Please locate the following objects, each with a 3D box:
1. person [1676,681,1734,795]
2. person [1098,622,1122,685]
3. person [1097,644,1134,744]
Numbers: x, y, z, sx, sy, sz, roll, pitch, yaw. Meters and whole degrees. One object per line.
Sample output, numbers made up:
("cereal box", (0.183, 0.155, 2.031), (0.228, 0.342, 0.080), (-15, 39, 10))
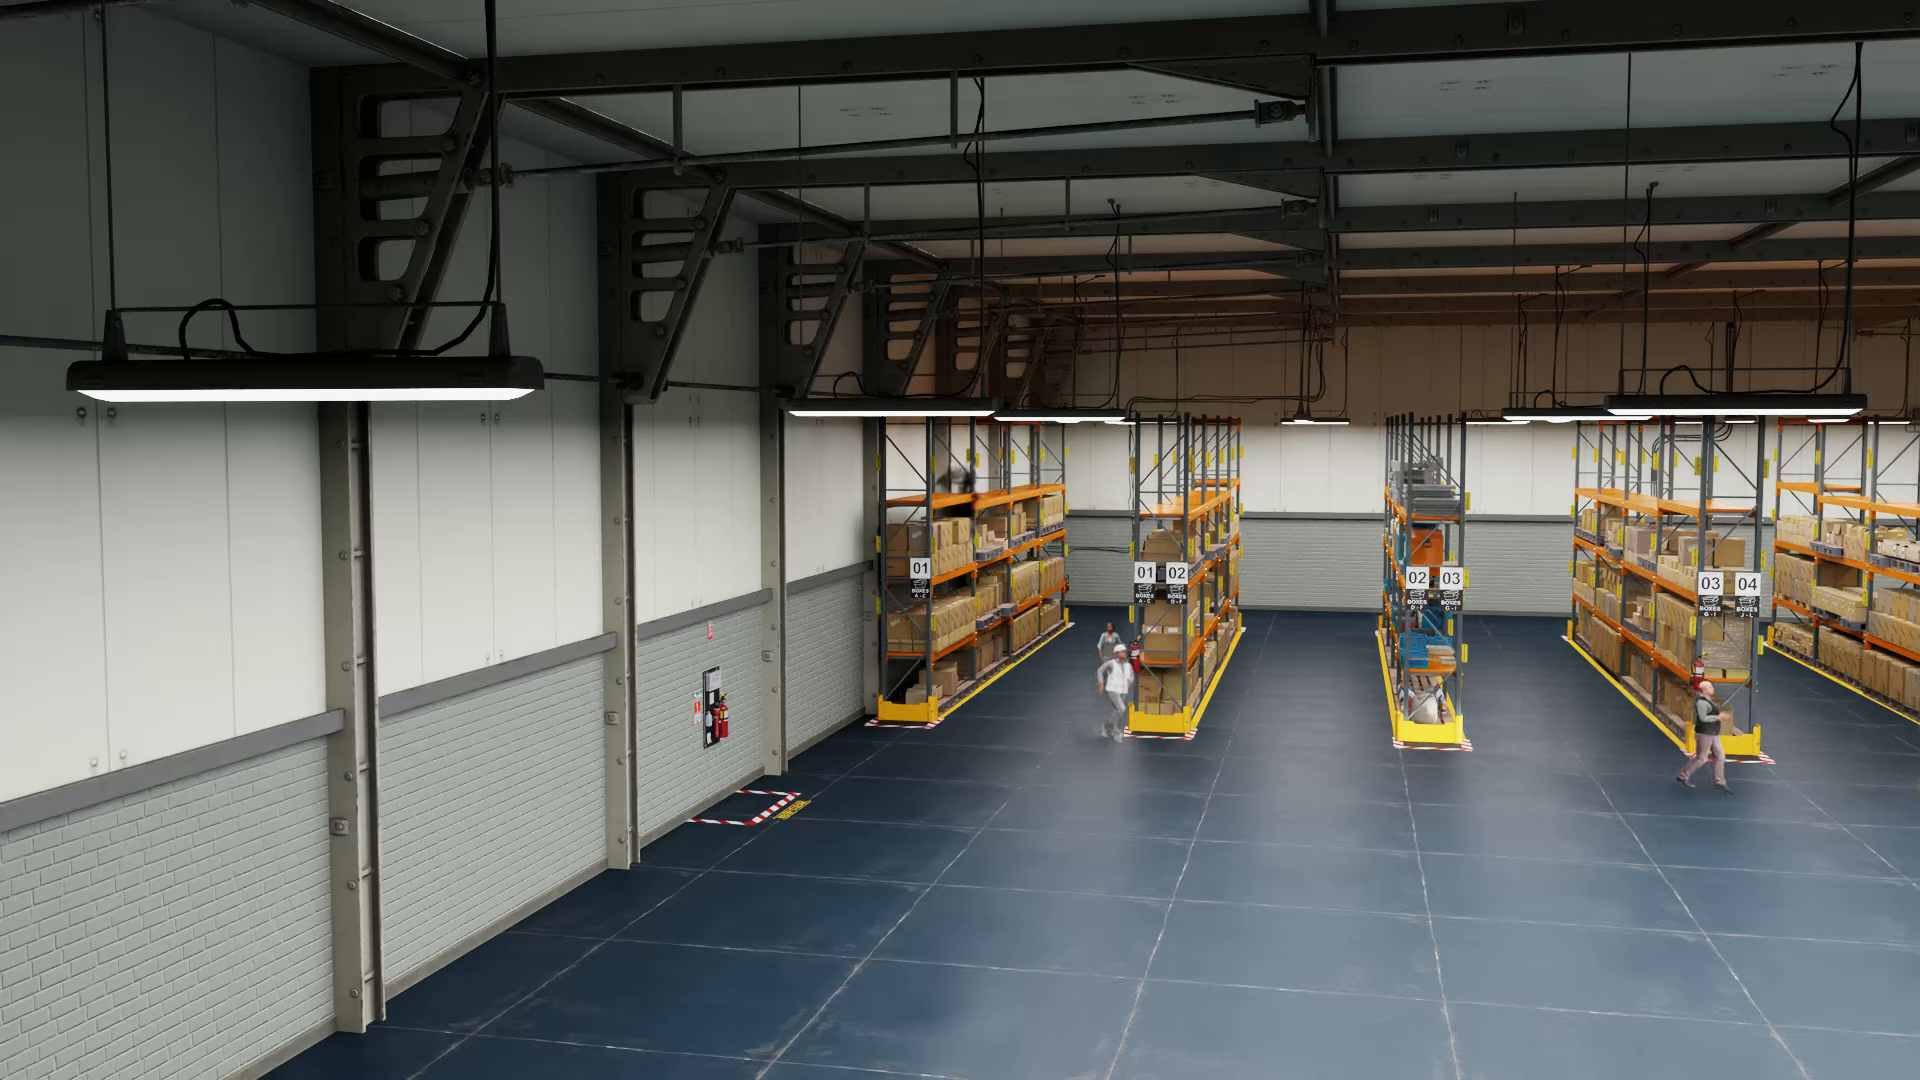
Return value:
("person", (11.686, 3.082, 26.036), (0.826, 1.755, 0.650), (3, 5, 37))
("person", (3.226, 2.535, 35.762), (0.538, 1.557, 0.549), (0, 4, 5))
("person", (2.899, 2.788, 30.380), (0.643, 1.746, 0.733), (-3, 5, -33))
